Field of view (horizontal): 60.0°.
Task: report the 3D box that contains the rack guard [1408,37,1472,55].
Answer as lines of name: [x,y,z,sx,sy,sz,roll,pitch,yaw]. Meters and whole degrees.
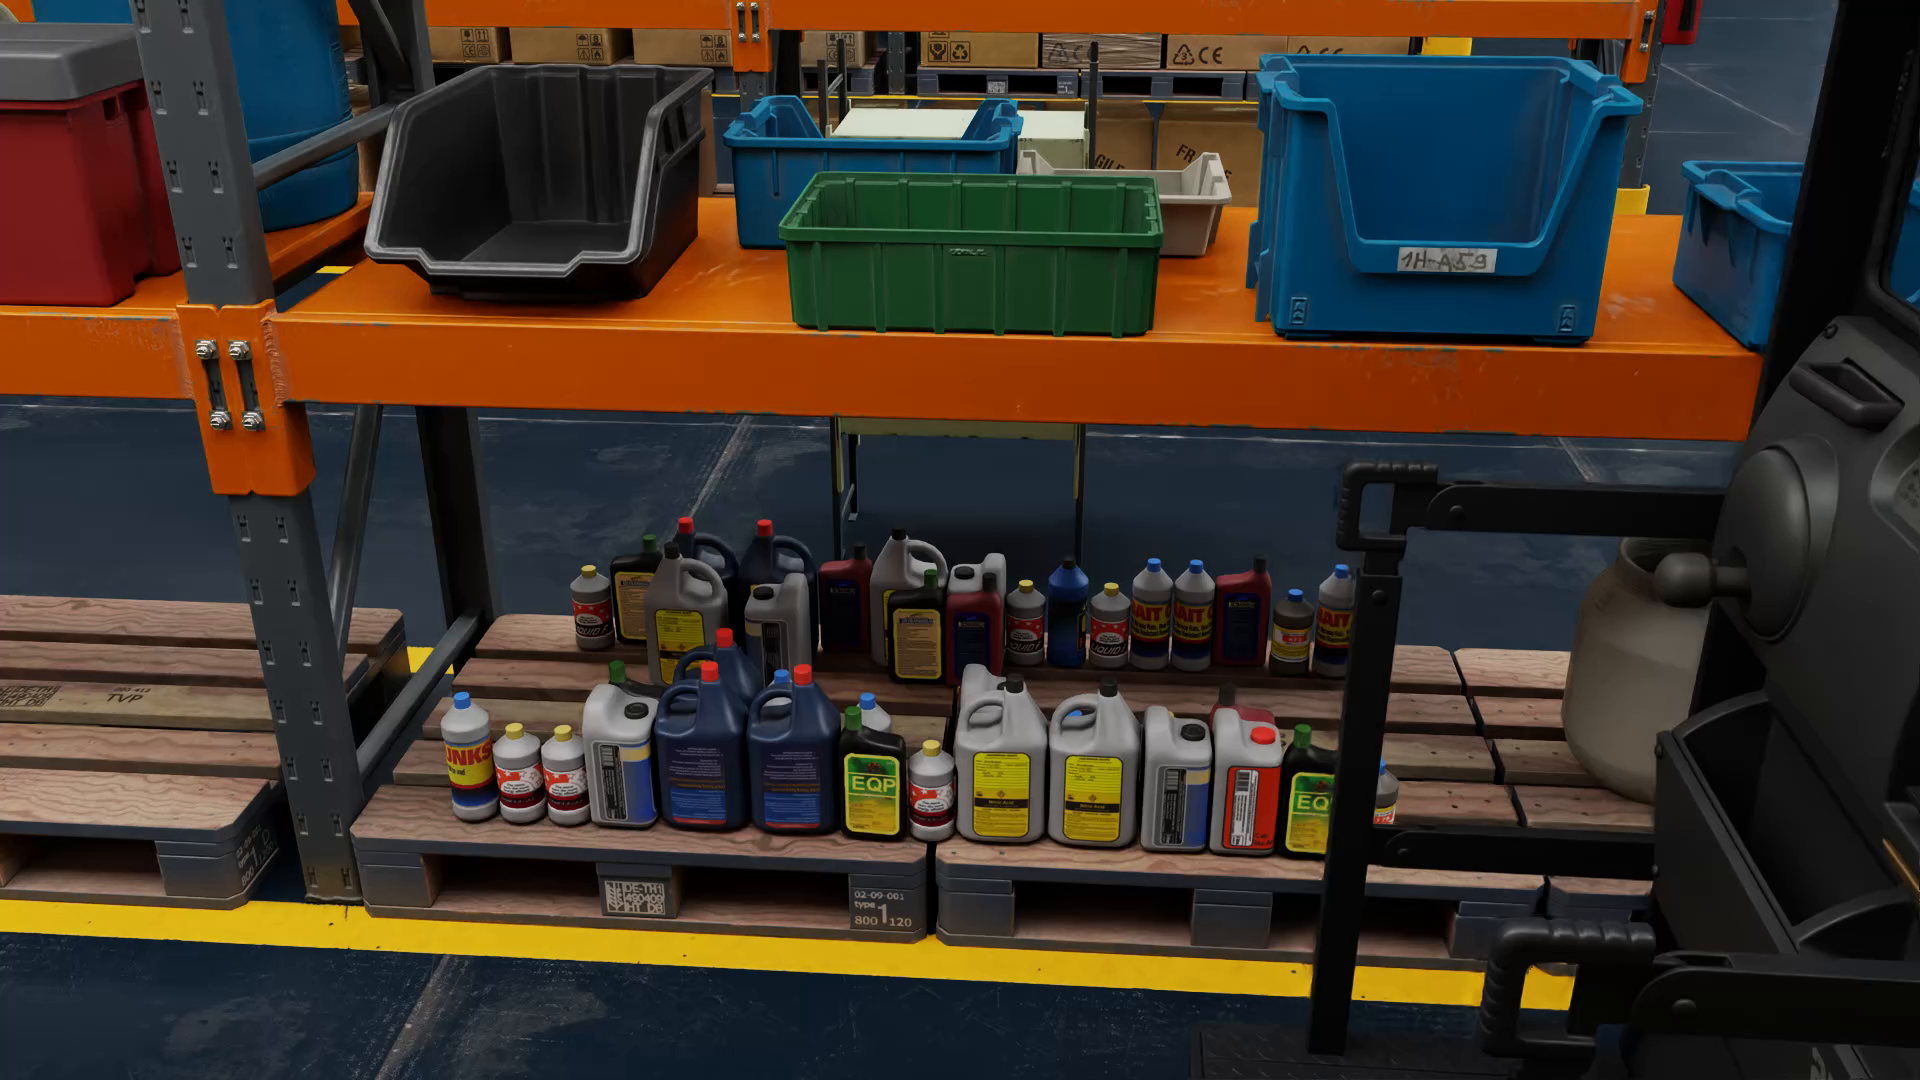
rack guard: [3.572,-3.656,12.598,0.348,0.500,1.175,2,25,4]

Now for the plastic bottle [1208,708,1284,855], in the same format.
plastic bottle: [0.575,0.478,3.356,0.135,0.276,0.152,2,25,4]

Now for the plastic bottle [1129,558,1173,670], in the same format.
plastic bottle: [0.463,0.173,4.023,0.097,0.271,0.097,0,25,0]

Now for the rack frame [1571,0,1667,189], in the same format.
rack frame: [3.068,-2.729,7.592,0.127,3.000,1.000,2,25,4]

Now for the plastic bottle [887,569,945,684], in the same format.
plastic bottle: [-0.104,0.202,3.945,0.133,0.283,0.061,2,25,4]

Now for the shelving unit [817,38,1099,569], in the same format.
shelving unit: [0.007,-0.681,4.936,0.755,1.500,0.431,2,25,4]

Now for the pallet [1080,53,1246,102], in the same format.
pallet: [1.532,-3.559,12.732,1.213,0.211,1.003,2,25,4]

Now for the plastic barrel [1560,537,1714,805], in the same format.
plastic barrel: [1.527,0.270,3.549,0.421,0.512,0.421,0,25,0]

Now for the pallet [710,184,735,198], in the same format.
pallet: [-1.697,-1.614,8.506,1.213,0.211,1.003,2,25,4]

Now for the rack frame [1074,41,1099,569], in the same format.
rack frame: [0.372,-0.669,4.911,0.023,1.500,0.400,2,25,4]

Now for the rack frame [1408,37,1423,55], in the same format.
rack frame: [3.548,-4.793,12.077,0.127,3.000,1.000,2,25,4]

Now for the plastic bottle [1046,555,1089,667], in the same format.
plastic bottle: [0.261,0.167,4.037,0.097,0.271,0.097,0,25,0]

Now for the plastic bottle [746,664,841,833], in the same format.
plastic bottle: [-0.338,0.416,3.400,0.185,0.351,0.144,1,25,2]

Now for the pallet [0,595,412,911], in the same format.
pallet: [-2.085,0.465,3.986,1.213,0.211,1.003,2,25,4]

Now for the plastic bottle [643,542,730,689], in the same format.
plastic bottle: [-0.646,0.172,3.931,0.185,0.351,0.144,2,25,4]

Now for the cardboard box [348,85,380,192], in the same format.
cardboard box: [-3.119,-2.008,8.490,0.500,0.500,0.700,4,25,8]

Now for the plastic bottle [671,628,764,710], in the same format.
plastic bottle: [-0.515,0.350,3.544,0.185,0.351,0.144,2,25,4]

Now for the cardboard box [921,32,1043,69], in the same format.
cardboard box: [0.182,-4.097,12.605,0.875,0.875,0.875,2,25,5]

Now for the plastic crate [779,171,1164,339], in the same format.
plastic crate: [0.032,-0.535,3.078,0.662,0.188,0.450,2,25,4]

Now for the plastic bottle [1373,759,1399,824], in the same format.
plastic bottle: [0.824,0.531,3.329,0.097,0.201,0.097,0,25,0]

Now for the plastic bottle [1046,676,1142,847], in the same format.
plastic bottle: [0.271,0.436,3.358,0.185,0.351,0.144,3,25,6]

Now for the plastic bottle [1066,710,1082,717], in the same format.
plastic bottle: [0.237,0.452,3.501,0.097,0.201,0.097,0,25,0]

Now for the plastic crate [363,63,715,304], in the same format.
plastic crate: [-0.787,-0.694,3.245,0.504,0.338,0.767,2,25,4]

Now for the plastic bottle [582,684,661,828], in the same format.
plastic bottle: [-0.691,0.437,3.444,0.135,0.276,0.152,3,25,6]

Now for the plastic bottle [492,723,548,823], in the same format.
plastic bottle: [-0.914,0.475,3.450,0.097,0.201,0.097,0,25,0]

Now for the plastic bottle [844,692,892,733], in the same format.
plastic bottle: [-0.189,0.441,3.441,0.097,0.271,0.097,0,25,0]

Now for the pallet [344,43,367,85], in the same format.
pallet: [-5.207,-3.808,13.272,1.213,0.211,1.003,2,25,4]

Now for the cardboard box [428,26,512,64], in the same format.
cardboard box: [-3.828,-4.160,12.892,0.750,0.750,1.050,2,25,3]

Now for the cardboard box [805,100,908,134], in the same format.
cardboard box: [-0.525,-1.882,8.241,0.500,0.500,0.500,1,25,2]

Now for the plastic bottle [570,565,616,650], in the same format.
plastic bottle: [-0.914,0.161,4.134,0.097,0.201,0.097,0,25,0]

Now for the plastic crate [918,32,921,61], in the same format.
plastic crate: [-0.166,-4.210,14.106,0.662,0.188,0.450,16,39,31]

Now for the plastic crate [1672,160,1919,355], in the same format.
plastic crate: [1.520,-0.511,2.951,0.408,0.251,0.499,2,25,4]

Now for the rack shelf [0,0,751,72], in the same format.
rack shelf: [-2.914,-2.594,8.159,4.000,0.370,1.077,2,25,4]

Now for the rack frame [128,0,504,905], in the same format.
rack frame: [-1.300,-0.792,3.384,0.127,3.000,1.000,2,25,4]

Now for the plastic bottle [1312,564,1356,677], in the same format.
plastic bottle: [0.905,0.187,3.992,0.097,0.271,0.097,0,25,0]

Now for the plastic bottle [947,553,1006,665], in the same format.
plastic bottle: [0.040,0.169,4.027,0.135,0.276,0.152,2,25,5]

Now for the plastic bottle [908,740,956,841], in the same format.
plastic bottle: [-0.058,0.503,3.391,0.097,0.201,0.097,0,25,0]

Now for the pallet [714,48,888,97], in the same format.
pallet: [-1.215,-3.647,12.924,1.213,0.211,1.003,2,25,4]

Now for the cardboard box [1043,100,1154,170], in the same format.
cardboard box: [0.672,-1.880,8.236,0.500,0.500,0.500,0,25,-1]

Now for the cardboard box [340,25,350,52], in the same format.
cardboard box: [-5.104,-4.016,12.877,0.500,0.500,0.500,2,25,4]

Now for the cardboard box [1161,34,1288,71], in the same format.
cardboard box: [1.990,-4.040,12.480,0.875,0.875,0.875,1,25,3]

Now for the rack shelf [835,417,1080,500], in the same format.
rack shelf: [0.007,-0.385,5.072,0.720,0.370,0.431,2,25,4]

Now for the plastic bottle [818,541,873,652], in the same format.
plastic bottle: [-0.278,0.136,4.089,0.133,0.283,0.061,3,25,8]

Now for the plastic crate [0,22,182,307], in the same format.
plastic crate: [-1.806,-0.709,3.127,0.583,0.464,0.402,2,25,4]

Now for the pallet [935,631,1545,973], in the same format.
pallet: [0.587,0.551,3.800,1.213,0.211,1.003,2,25,4]

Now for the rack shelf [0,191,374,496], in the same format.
rack shelf: [-3.294,-0.530,3.673,4.000,0.370,1.077,2,25,4]

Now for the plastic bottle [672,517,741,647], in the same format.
plastic bottle: [-0.635,0.112,4.062,0.185,0.351,0.144,1,25,3]

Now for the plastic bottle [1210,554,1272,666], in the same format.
plastic bottle: [0.681,0.167,4.022,0.133,0.283,0.061,2,25,5]

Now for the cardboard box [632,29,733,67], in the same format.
cardboard box: [-2.027,-4.104,12.770,0.750,0.750,1.050,2,25,4]

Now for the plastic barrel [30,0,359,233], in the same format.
plastic barrel: [-1.662,-1.159,3.580,0.708,0.901,0.600,2,25,4]
